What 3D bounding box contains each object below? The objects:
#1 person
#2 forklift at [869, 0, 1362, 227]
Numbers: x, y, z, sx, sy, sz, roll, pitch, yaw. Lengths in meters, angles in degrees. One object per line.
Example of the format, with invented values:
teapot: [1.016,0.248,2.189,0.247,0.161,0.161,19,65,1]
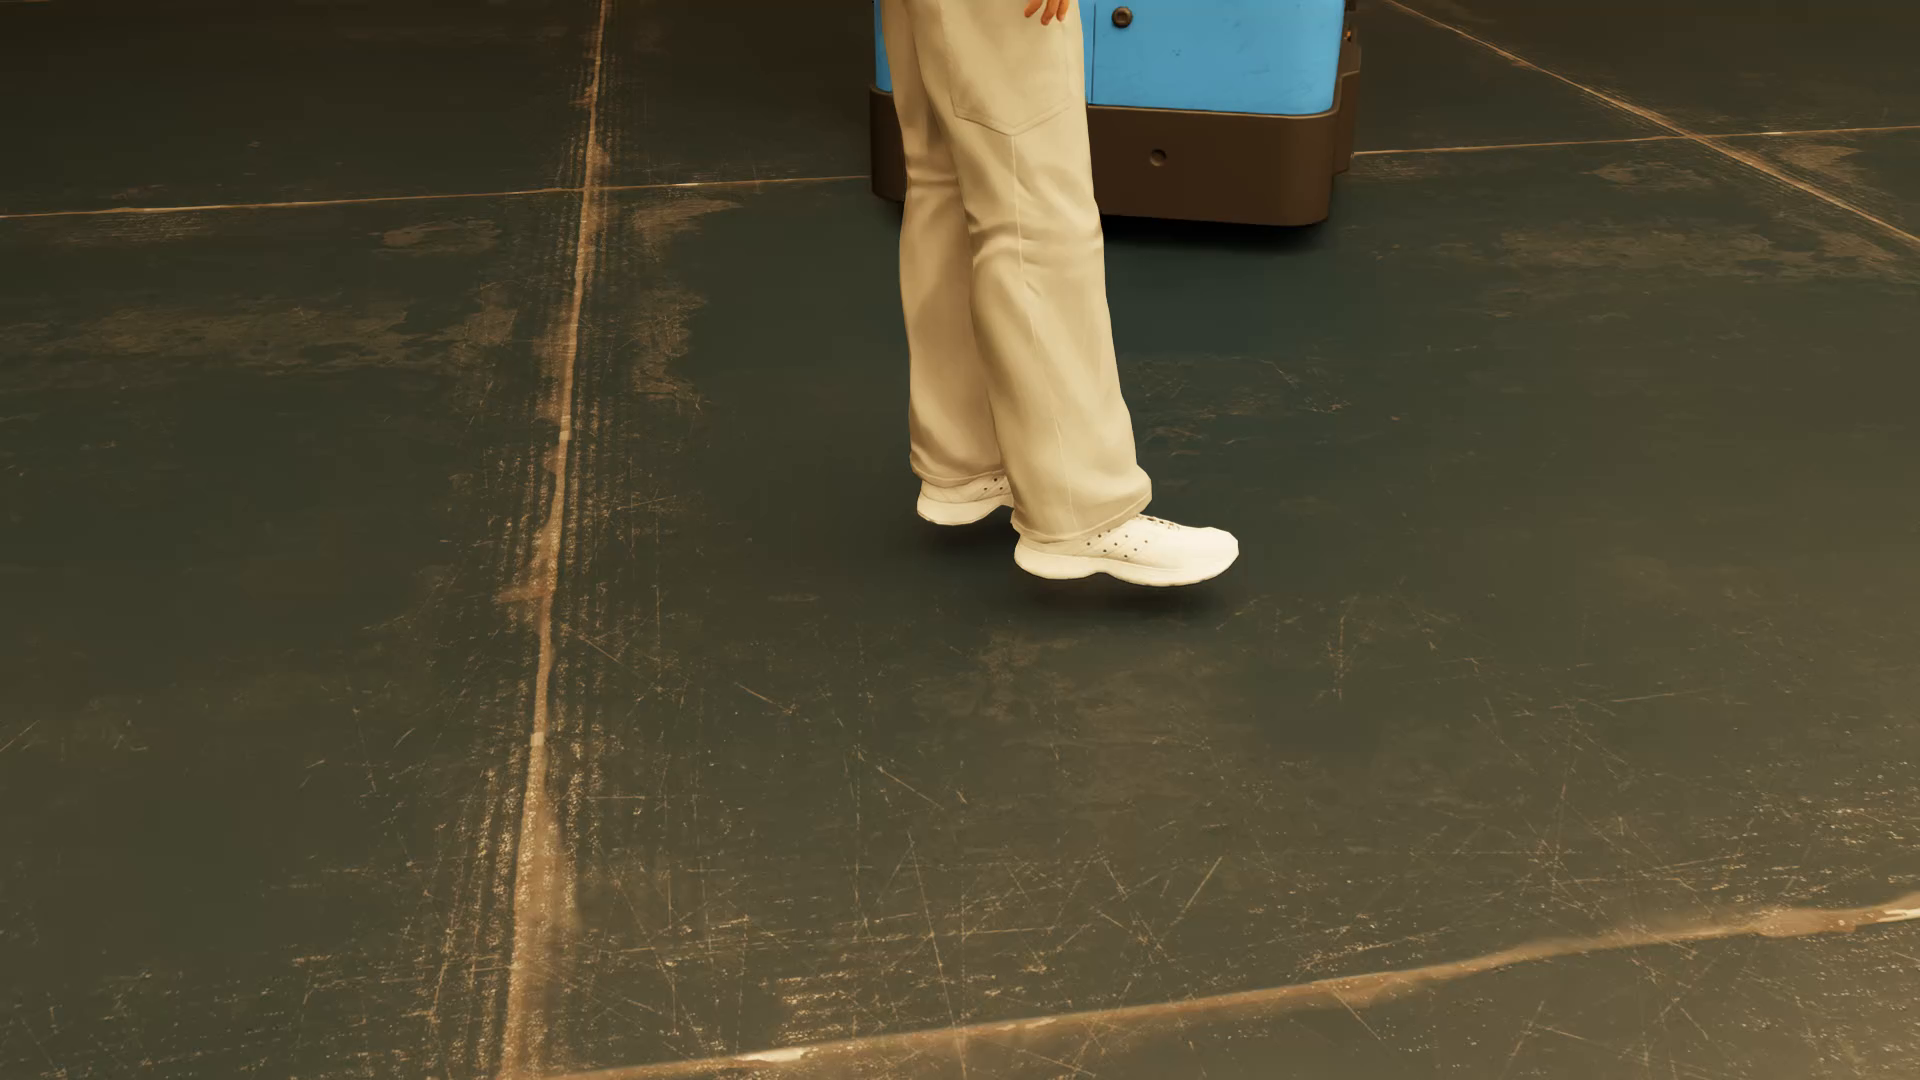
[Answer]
person: [0.074,-0.782,2.084,0.549,1.675,0.549,-5,28,-9]
forklift: [0.621,-2.653,4.373,1.130,2.935,3.031,6,29,11]
